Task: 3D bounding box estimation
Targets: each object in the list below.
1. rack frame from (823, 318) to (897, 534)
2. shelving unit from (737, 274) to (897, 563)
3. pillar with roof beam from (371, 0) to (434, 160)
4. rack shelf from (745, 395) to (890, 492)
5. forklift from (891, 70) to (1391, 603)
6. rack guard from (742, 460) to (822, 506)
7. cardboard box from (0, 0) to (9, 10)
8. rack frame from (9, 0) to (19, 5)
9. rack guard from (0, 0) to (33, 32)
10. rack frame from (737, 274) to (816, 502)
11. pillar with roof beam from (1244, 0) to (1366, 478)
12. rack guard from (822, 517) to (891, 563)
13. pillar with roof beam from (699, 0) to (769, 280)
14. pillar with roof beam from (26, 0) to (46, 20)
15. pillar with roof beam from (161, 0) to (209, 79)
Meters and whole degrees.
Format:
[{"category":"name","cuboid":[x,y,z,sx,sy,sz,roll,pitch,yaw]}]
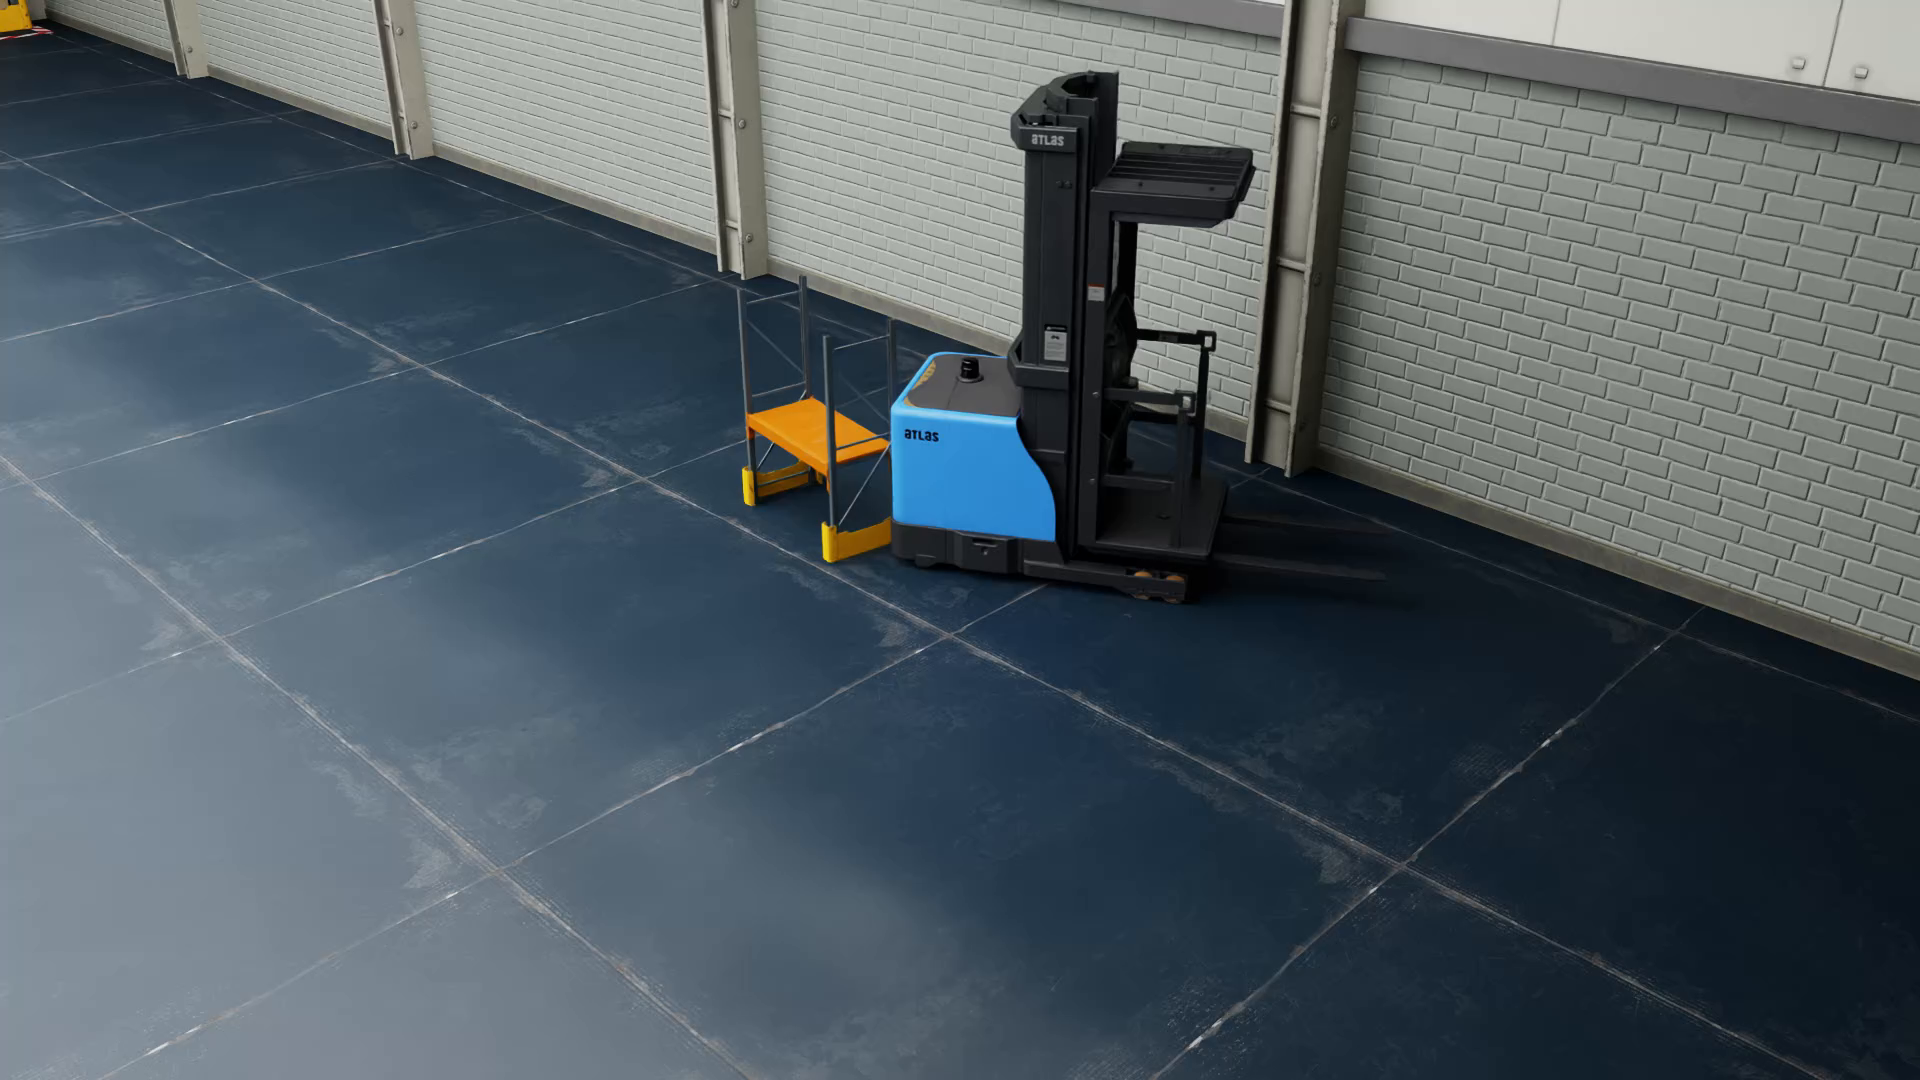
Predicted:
[{"category":"rack frame","cuboid":[-0.601,-0.607,10.286,0.500,1.500,0.032,-19,33,-32]},{"category":"shelving unit","cuboid":[-0.908,-0.801,10.655,0.587,1.500,1.083,-19,33,-32]},{"category":"pillar with roof beam","cuboid":[-9.310,-7.017,14.418,0.400,9.000,9.100,25,36,38]},{"category":"rack shelf","cuboid":[-0.903,-0.638,10.732,0.538,0.185,1.000,-19,33,-32]},{"category":"forklift","cuboid":[1.142,-1.191,9.858,3.031,2.935,1.130,7,29,13]},{"category":"rack guard","cuboid":[-1.204,-0.434,11.300,0.587,0.250,0.087,-19,33,-32]},{"category":"cardboard box","cuboid":[-15.197,-8.373,25.948,0.500,0.250,0.500,25,37,39]},{"category":"rack frame","cuboid":[-14.984,-9.179,24.977,0.127,3.000,1.000,25,36,38]},{"category":"rack guard","cuboid":[-14.967,-8.065,25.544,0.348,0.500,1.175,25,36,38]},{"category":"rack frame","cuboid":[-1.205,-0.988,11.010,0.500,1.500,0.032,-19,33,-32]},{"category":"pillar with roof beam","cuboid":[-0.753,-3.101,6.972,0.400,9.000,9.100,25,36,38]},{"category":"rack guard","cuboid":[-0.612,-0.061,10.591,0.587,0.250,0.087,-19,33,-32]},{"category":"pillar with roof beam","cuboid":[-5.031,-5.059,10.695,0.400,9.000,9.100,25,36,38]},{"category":"pillar with roof beam","cuboid":[-17.867,-10.932,21.865,0.400,9.000,9.100,25,36,38]},{"category":"pillar with roof beam","cuboid":[-13.588,-8.974,18.142,0.400,9.000,9.100,25,36,38]}]
